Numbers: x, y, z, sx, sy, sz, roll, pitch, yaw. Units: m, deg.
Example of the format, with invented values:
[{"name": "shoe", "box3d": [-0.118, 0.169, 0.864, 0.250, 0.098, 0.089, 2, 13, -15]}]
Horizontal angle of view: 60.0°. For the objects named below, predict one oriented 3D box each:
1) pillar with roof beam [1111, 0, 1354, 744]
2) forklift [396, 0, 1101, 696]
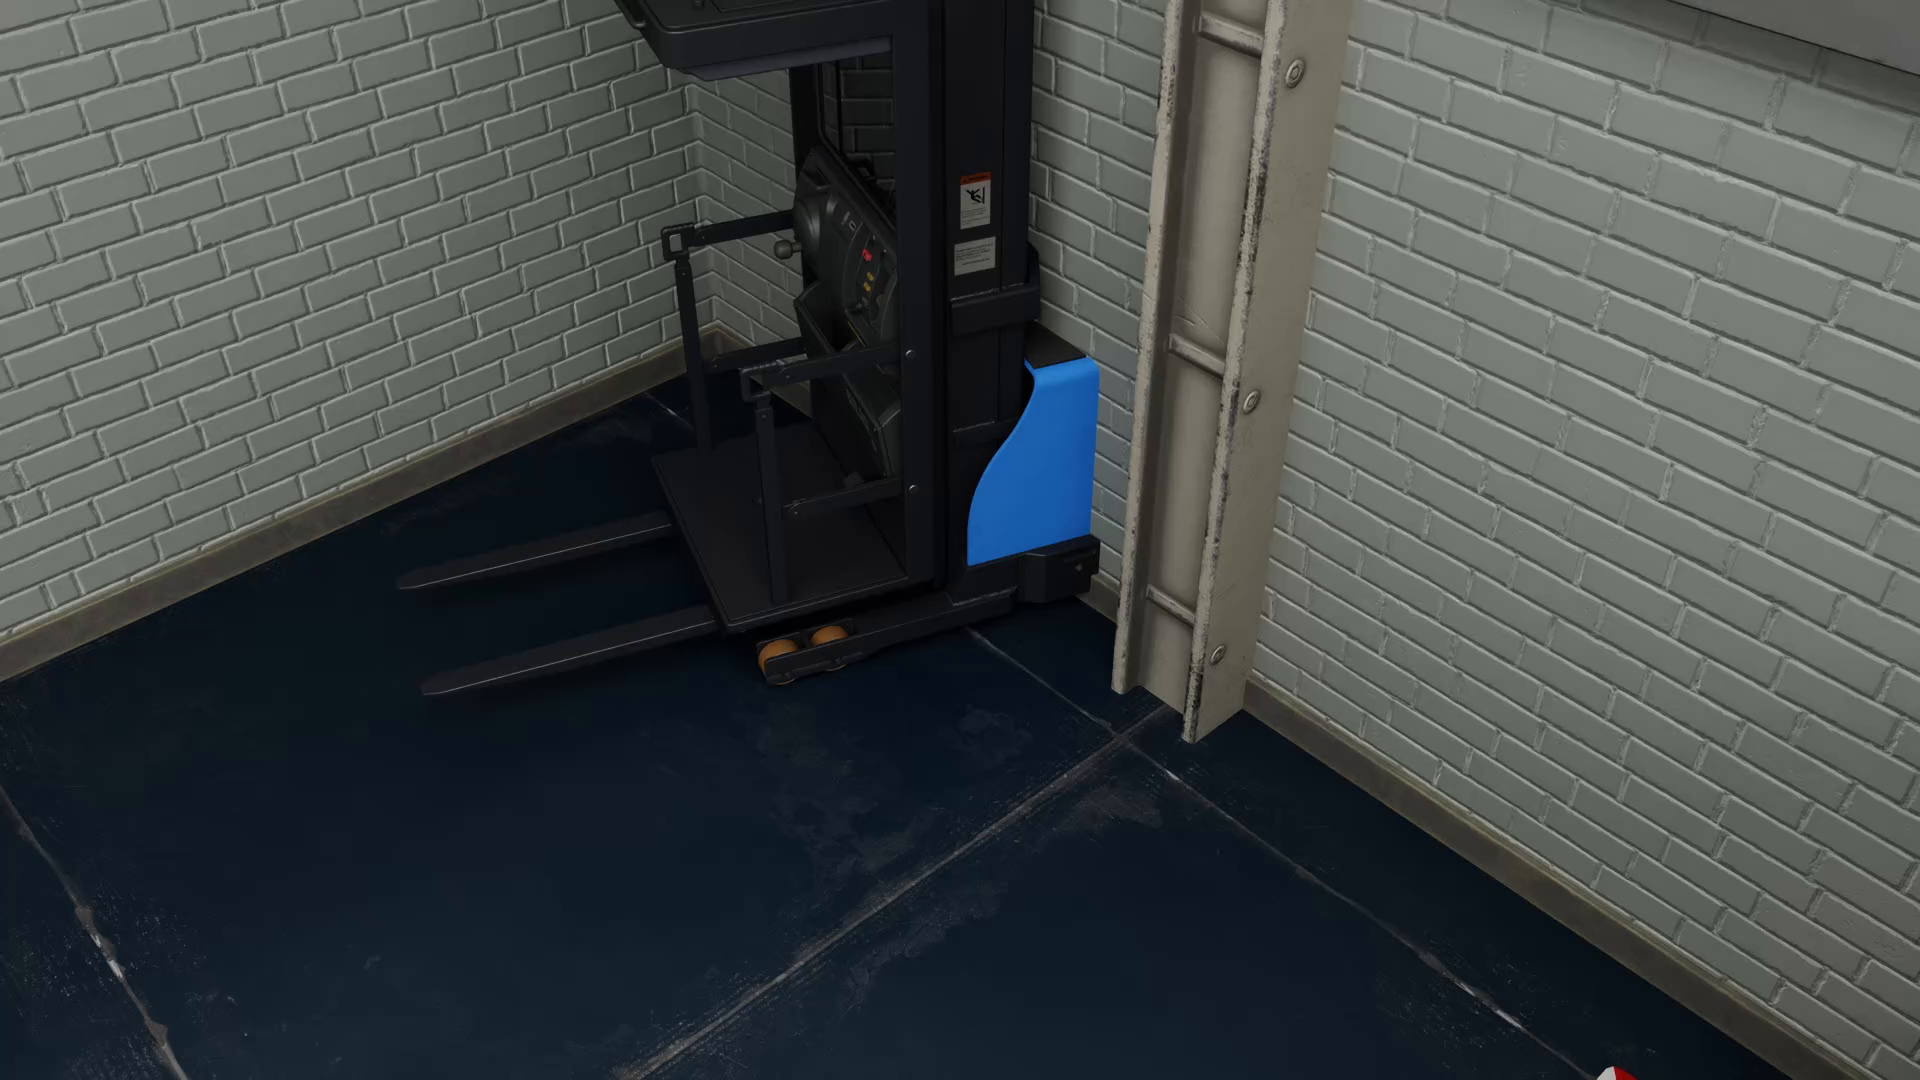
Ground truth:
[{"name": "pillar with roof beam", "box3d": [-2.375, -1.107, 0.959, 9.100, 9.000, 0.400, -30, 48, -32]}, {"name": "forklift", "box3d": [-0.582, -0.989, 5.642, 3.031, 2.935, 1.130, -15, 41, -17]}]
